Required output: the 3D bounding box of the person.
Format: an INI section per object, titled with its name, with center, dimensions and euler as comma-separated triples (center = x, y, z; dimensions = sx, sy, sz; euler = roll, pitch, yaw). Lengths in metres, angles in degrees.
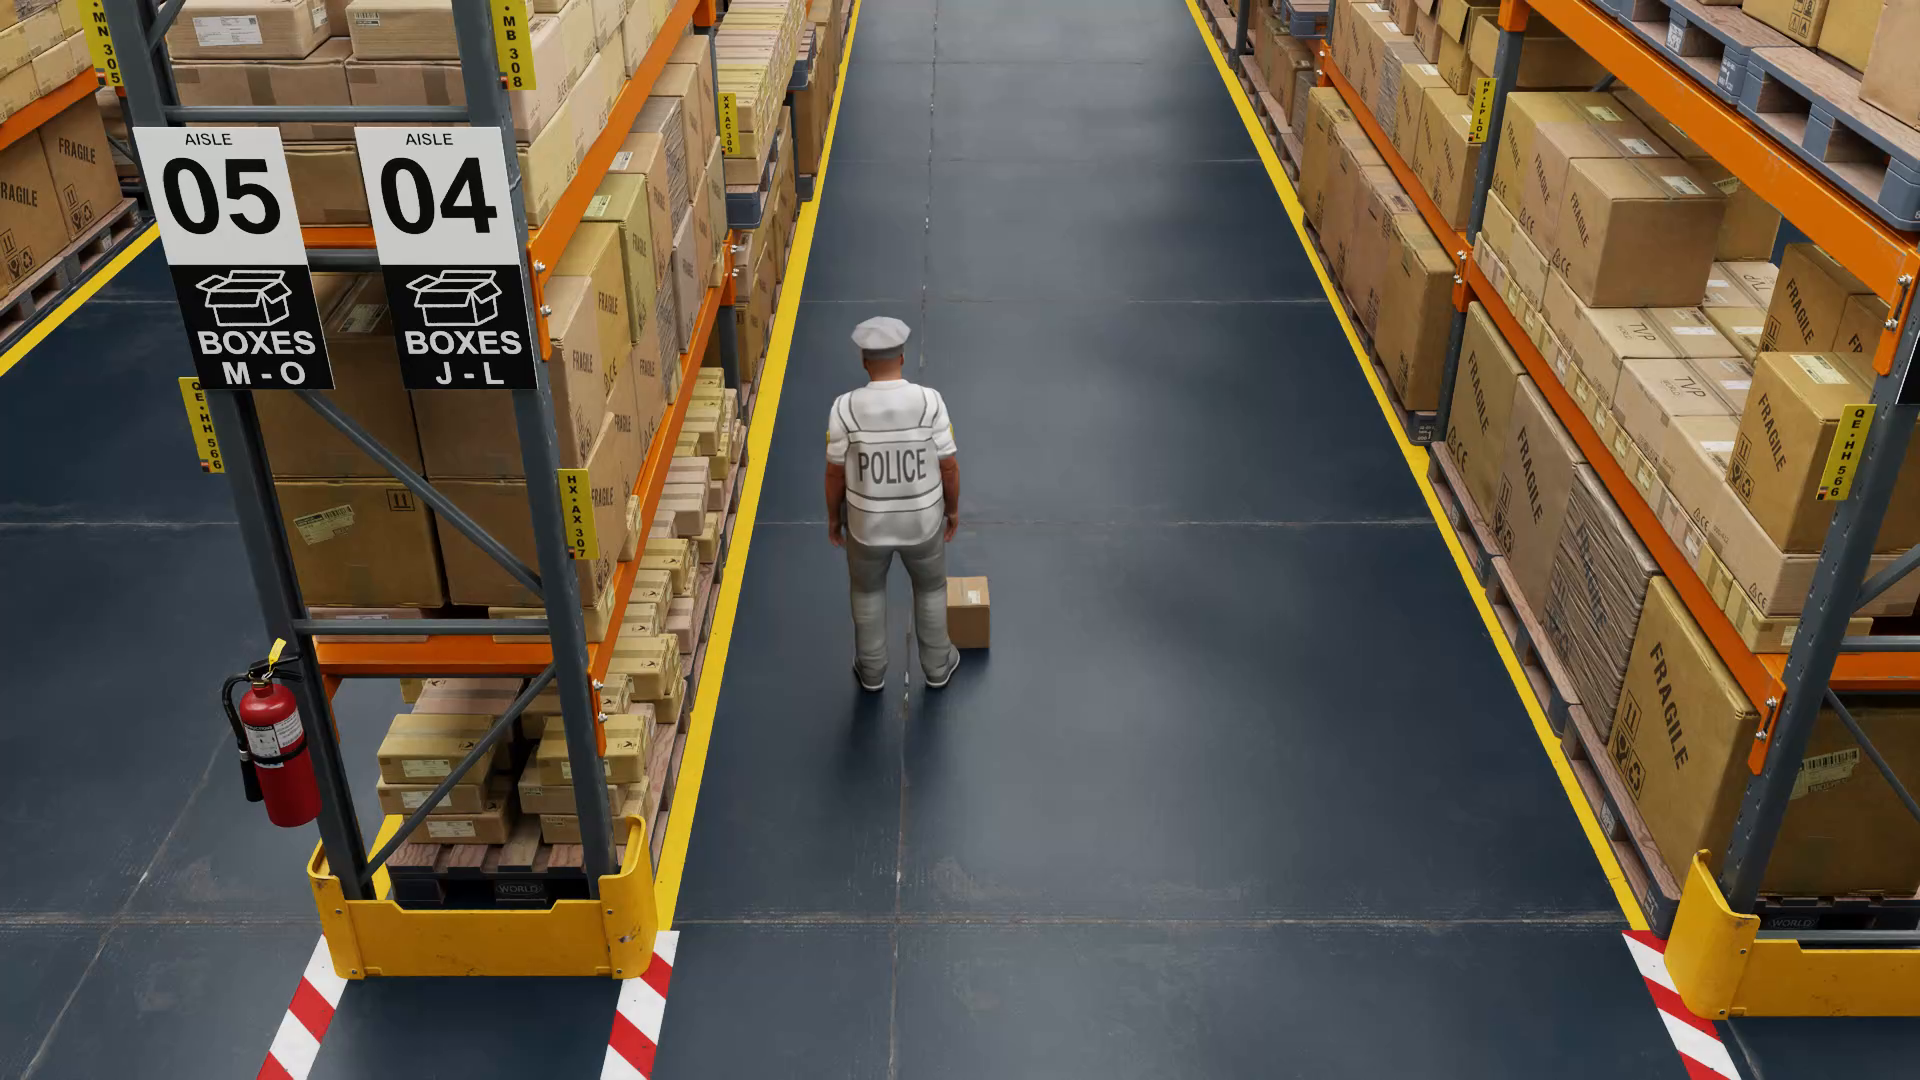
[person]
center = -0.288, -0.100, 7.292
dimensions = 0.595, 1.746, 0.440
euler = -2, 31, -4
